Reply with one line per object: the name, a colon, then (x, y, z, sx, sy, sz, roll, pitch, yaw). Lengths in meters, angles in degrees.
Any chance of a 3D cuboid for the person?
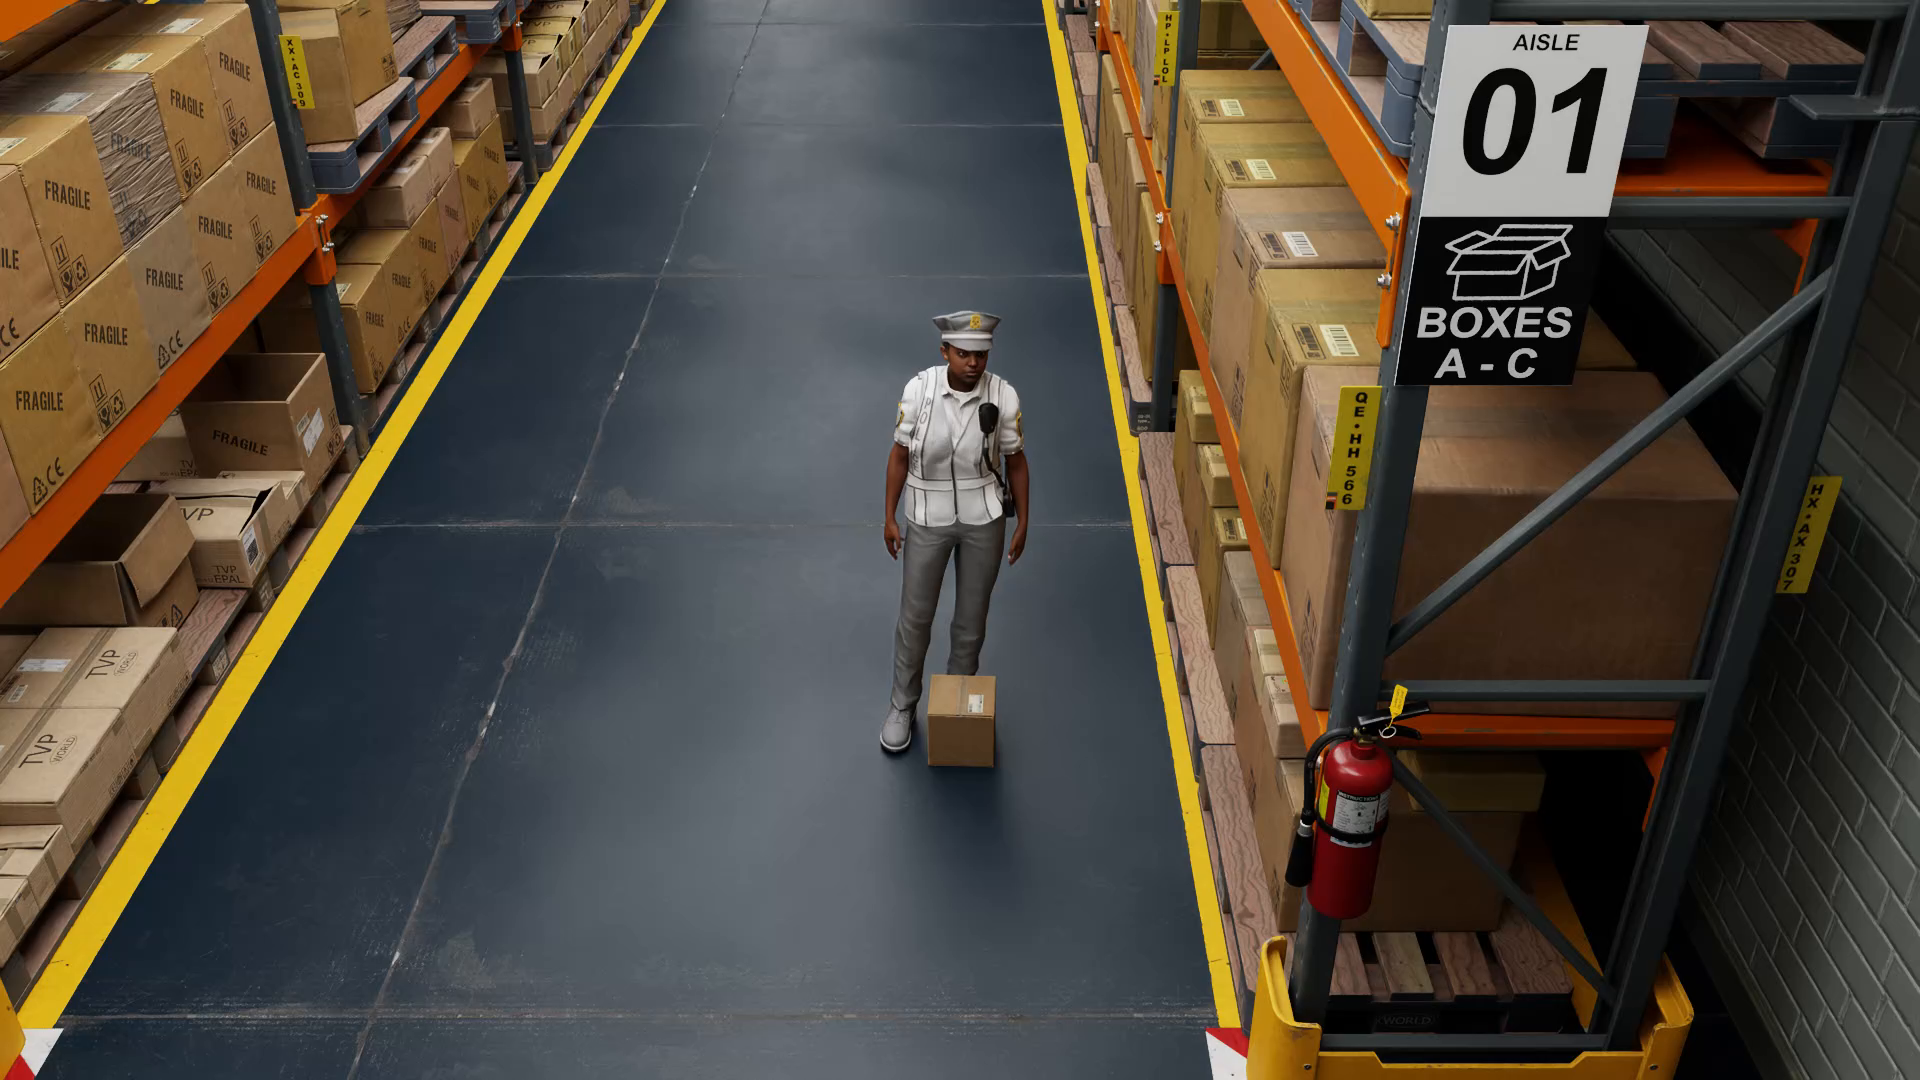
person: (-0.027, -0.038, 6.147, 0.570, 1.697, 0.528, 0, 32, -1)
